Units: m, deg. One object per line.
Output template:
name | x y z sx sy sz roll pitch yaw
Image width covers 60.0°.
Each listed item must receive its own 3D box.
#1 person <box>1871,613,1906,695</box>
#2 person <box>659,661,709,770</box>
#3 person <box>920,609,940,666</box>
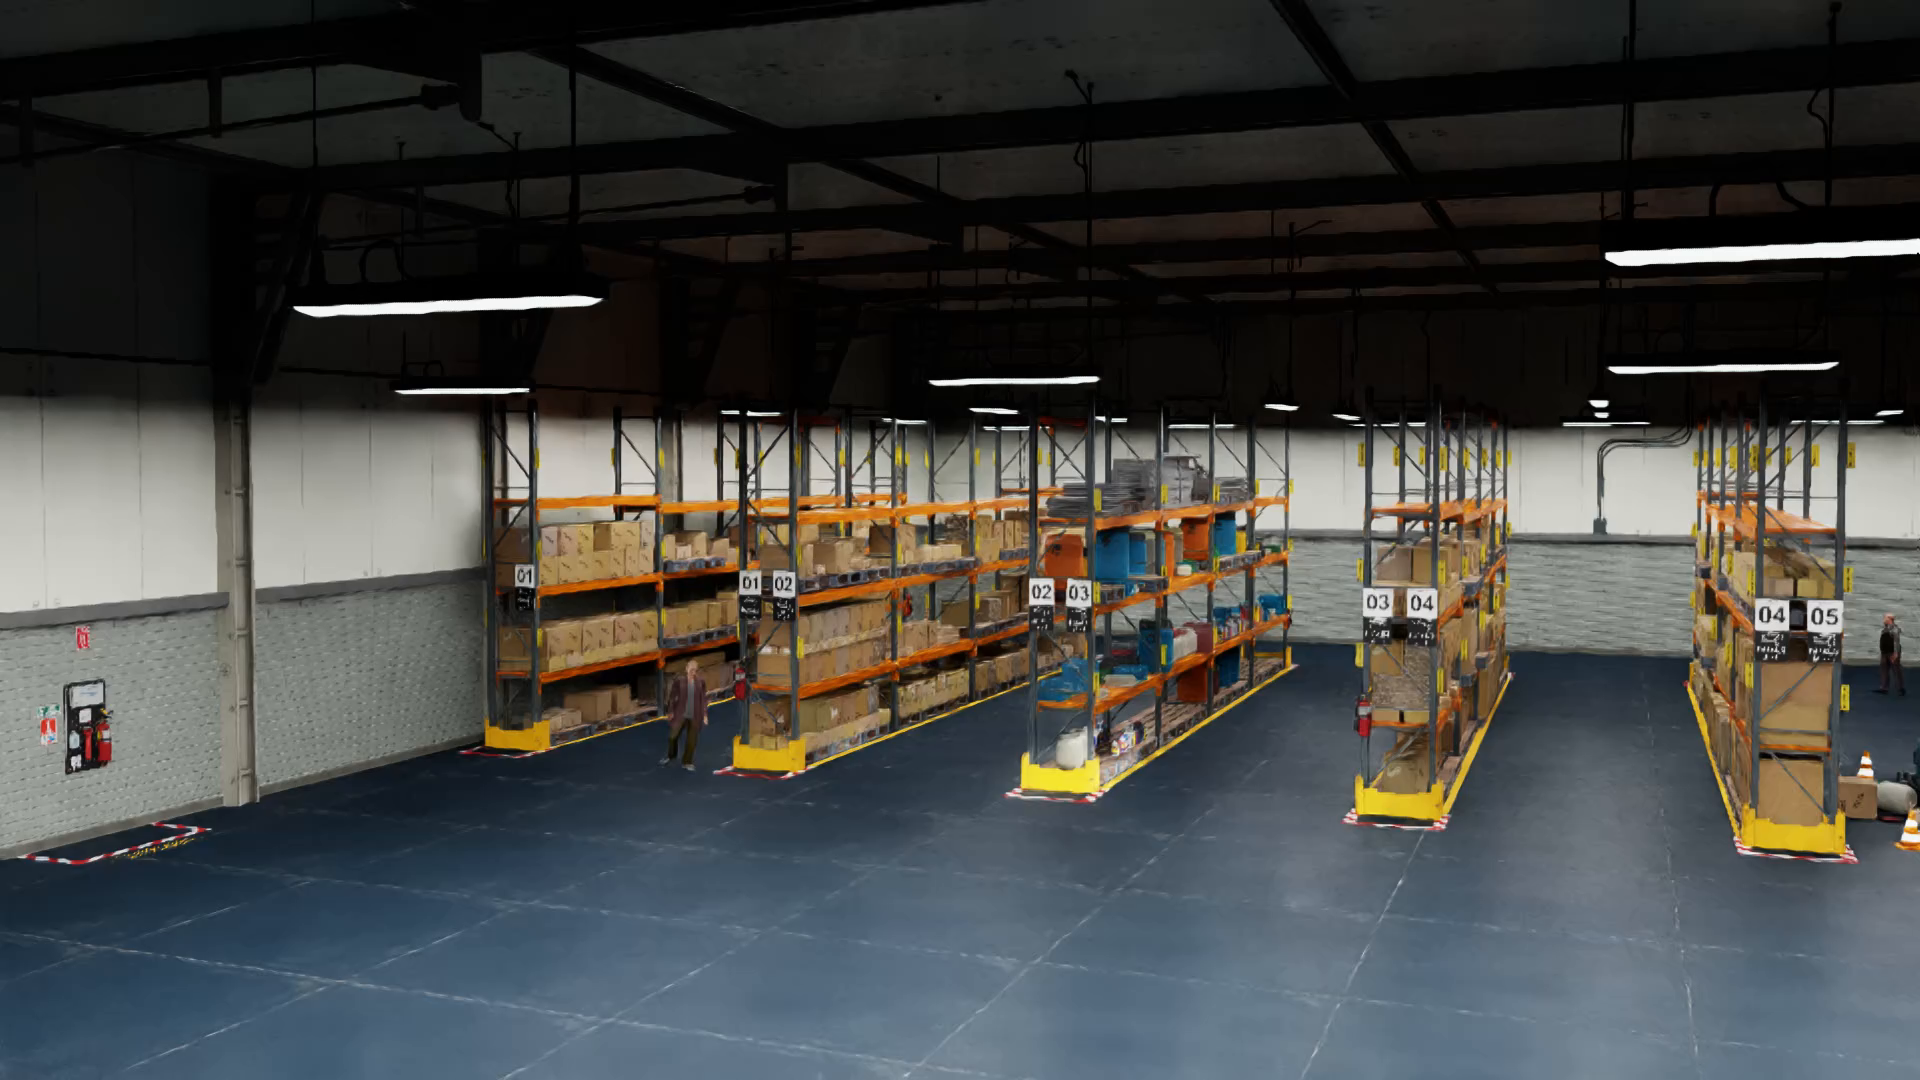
person | 19.735 2.409 35.245 0.545 1.722 0.636 0 3 3
person | -4.440 2.808 26.728 0.778 1.759 0.569 -1 3 -15
person | -0.665 2.339 37.754 0.598 1.618 0.507 1 3 19
